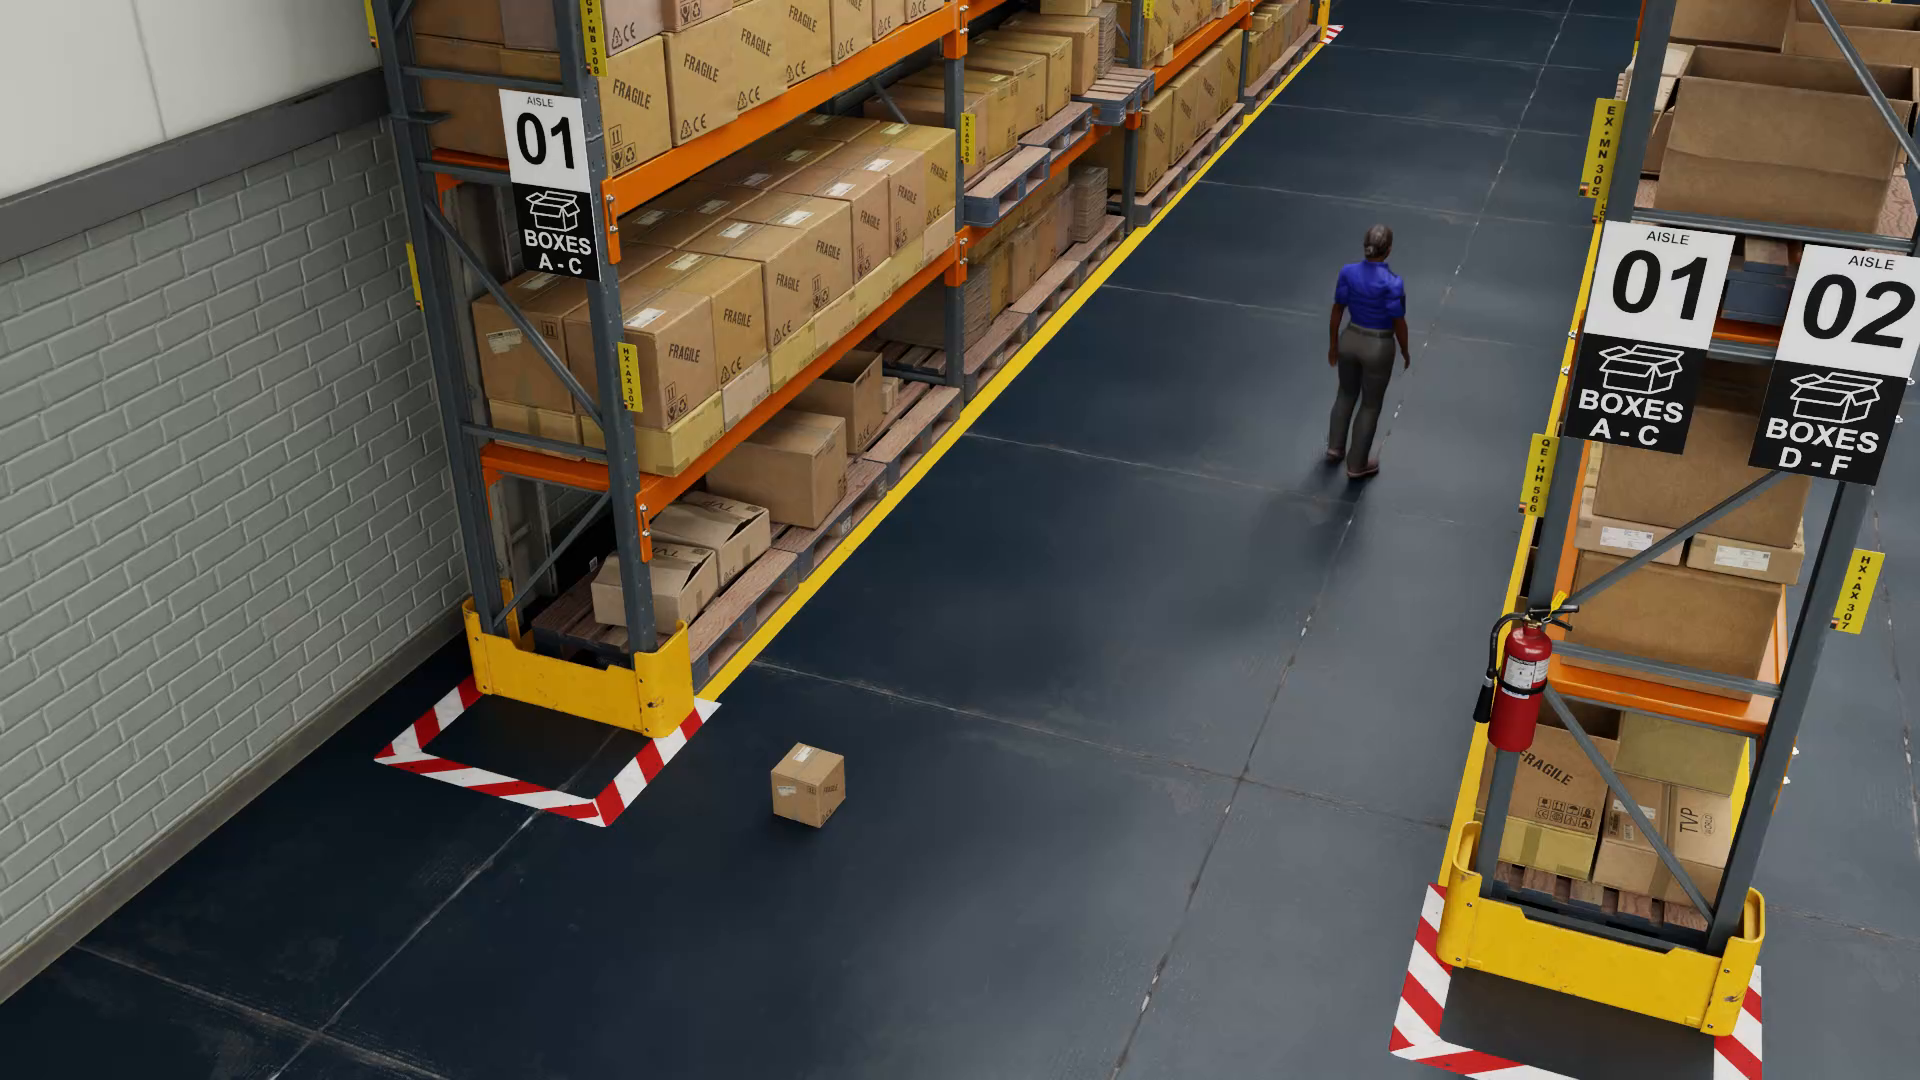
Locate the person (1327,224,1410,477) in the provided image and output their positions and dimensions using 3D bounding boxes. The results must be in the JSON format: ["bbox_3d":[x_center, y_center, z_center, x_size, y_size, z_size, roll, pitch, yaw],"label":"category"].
[{"bbox_3d":[2.576,-1.168,10.475,0.496,1.744,0.419,26,38,37],"label":"person"}]
